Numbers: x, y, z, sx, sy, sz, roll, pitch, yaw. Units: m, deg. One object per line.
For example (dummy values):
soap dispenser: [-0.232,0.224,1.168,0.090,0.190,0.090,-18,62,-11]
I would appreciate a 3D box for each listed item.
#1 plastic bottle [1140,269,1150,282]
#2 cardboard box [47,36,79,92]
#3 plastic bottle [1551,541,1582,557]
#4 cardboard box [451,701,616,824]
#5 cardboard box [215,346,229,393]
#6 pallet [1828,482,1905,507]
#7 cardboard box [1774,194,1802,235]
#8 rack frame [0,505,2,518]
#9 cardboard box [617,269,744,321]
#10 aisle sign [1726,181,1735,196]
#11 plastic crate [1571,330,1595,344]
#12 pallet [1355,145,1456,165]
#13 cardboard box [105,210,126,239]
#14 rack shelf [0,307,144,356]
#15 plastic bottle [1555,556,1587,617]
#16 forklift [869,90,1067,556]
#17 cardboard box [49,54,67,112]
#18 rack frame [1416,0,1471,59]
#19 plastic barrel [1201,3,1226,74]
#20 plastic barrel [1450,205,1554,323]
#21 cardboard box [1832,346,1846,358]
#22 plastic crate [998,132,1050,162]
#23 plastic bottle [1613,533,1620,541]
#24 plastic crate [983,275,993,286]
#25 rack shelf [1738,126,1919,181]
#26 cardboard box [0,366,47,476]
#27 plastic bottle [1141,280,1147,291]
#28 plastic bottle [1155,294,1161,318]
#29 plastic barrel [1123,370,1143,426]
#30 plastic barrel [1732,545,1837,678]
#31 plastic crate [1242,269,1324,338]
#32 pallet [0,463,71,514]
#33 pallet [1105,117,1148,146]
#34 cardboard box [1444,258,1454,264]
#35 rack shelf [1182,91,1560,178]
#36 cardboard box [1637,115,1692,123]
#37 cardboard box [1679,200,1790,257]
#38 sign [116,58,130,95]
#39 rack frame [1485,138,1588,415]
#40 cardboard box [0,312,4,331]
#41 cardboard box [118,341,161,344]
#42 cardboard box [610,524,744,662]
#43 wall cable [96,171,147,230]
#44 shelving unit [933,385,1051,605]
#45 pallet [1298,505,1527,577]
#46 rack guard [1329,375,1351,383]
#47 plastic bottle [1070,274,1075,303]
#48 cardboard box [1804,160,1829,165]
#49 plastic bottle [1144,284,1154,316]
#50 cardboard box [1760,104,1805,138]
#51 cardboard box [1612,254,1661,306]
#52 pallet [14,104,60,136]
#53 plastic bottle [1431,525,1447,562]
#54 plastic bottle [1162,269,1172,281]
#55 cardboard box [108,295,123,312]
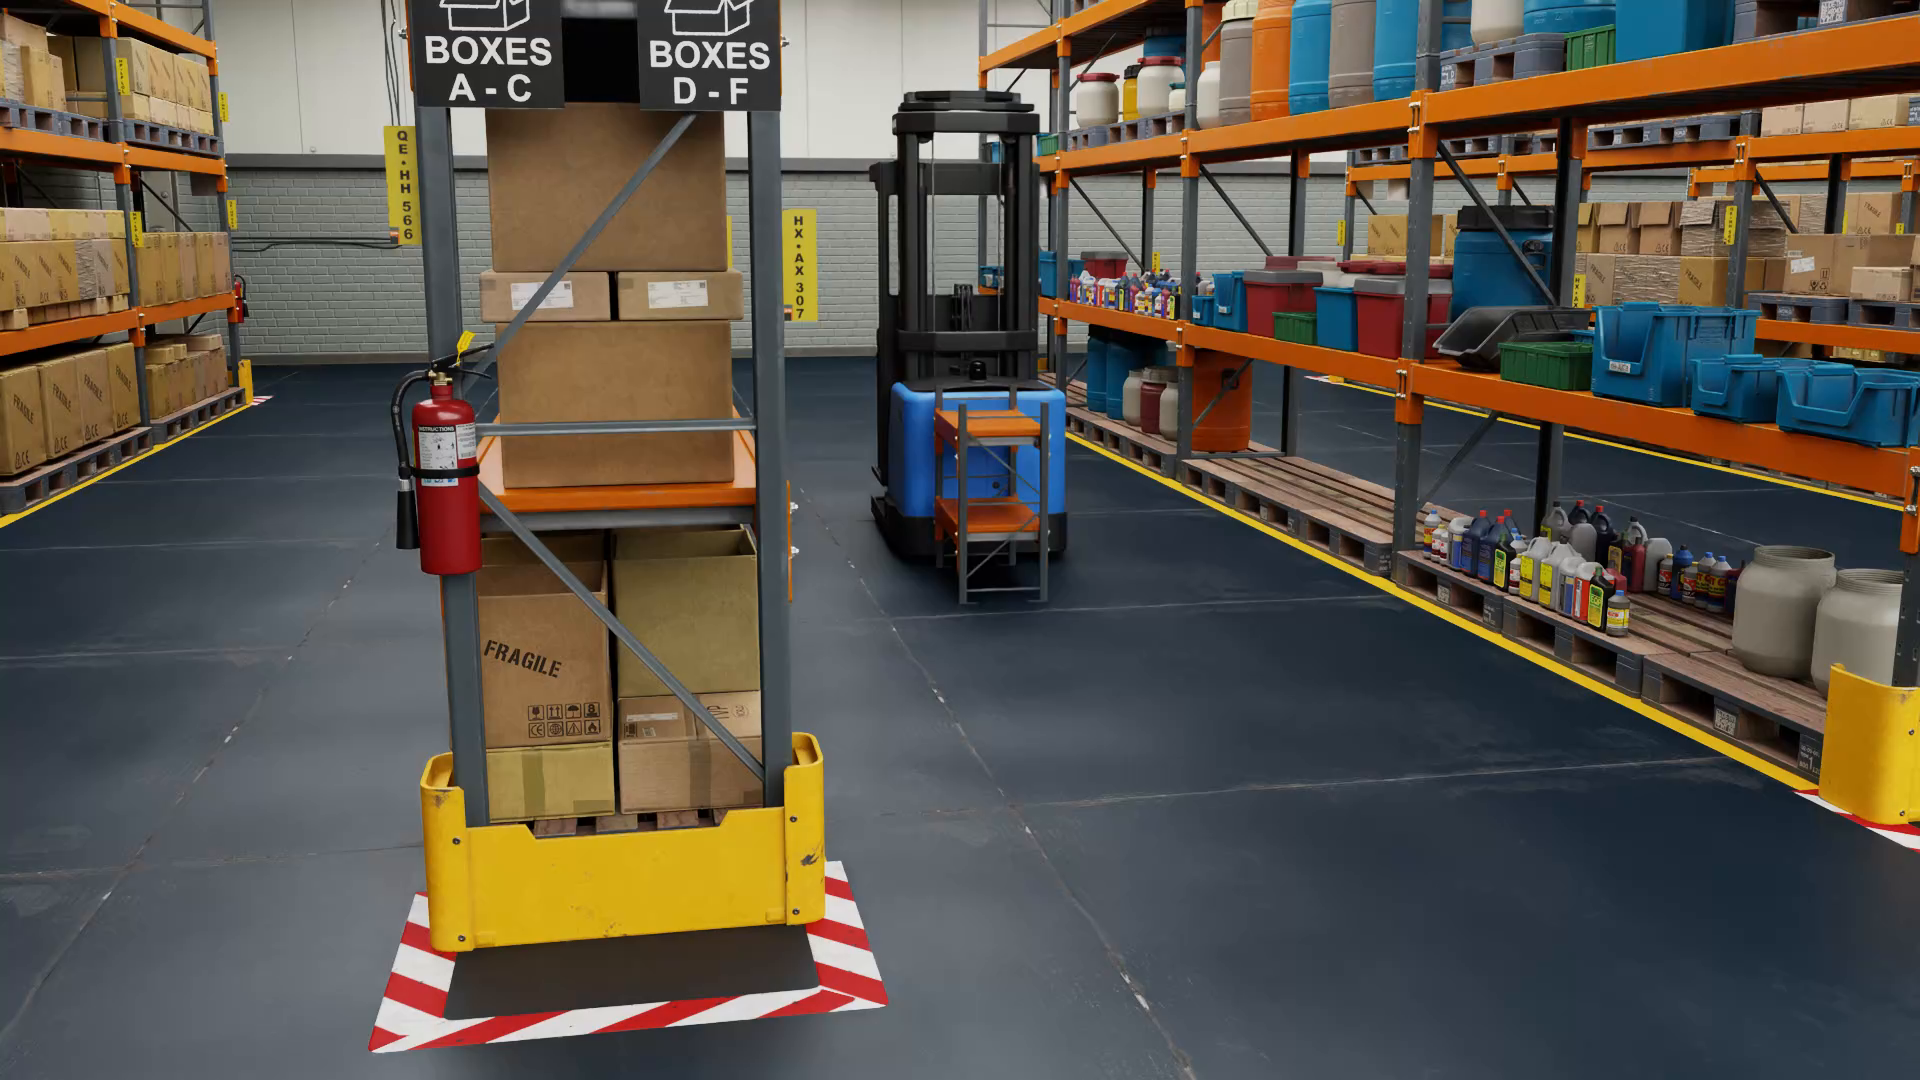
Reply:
plastic bottle: [1.868,-2.517,16.532,0.144,0.351,0.185,-2,11,-11]
cardboard box: [-8.573,-4.487,15.729,0.500,0.500,0.500,-2,11,-11]
plastic bottle: [3.076,0.151,8.487,0.152,0.276,0.135,-2,11,-11]
cardboard box: [-1.410,0.734,5.550,0.500,0.250,0.500,-2,11,-11]
cardboard box: [-8.752,-1.930,18.879,0.700,0.500,0.500,-2,11,-11]
pallet: [7.531,-0.413,12.804,1.003,0.211,1.213,-2,11,-11]
cardboard box: [10.588,-4.092,20.934,0.500,0.500,0.500,-2,11,-13]
rack frame: [-7.430,-1.610,11.631,1.000,3.000,0.127,-2,11,-11]
cardboard box: [-0.881,-0.771,5.221,0.380,0.149,0.250,-2,11,-11]
aisle sign: [10.755,-5.080,22.914,0.394,0.787,0.004,-2,11,-11]
plastic crate: [3.547,-0.970,8.669,0.499,0.251,0.616,-2,11,-11]
pallet: [5.745,-4.912,21.194,1.003,0.211,1.213,-2,11,-11]
cardboard box: [-7.866,-2.840,14.975,0.500,0.250,0.500,-2,11,-10]
rack shelf: [-7.819,-1.623,13.625,1.077,0.370,4.000,-2,11,-11]
plastic bottle: [3.008,0.226,8.096,0.152,0.276,0.135,-2,11,-13]
forklift: [-0.044,-1.565,11.578,1.130,2.935,3.031,-2,11,-8]
cardboard box: [-8.145,-3.917,14.285,0.700,0.500,0.500,-3,11,-14]
rack frame: [3.066,-4.183,9.108,1.000,3.000,0.127,-2,11,-11]
plastic barrel: [2.180,-3.965,13.711,0.600,0.830,0.708,-2,11,-11]
plastic barrel: [3.288,-1.564,10.053,0.600,0.901,0.708,-2,11,-11]
cardboard box: [10.785,-2.290,20.117,0.380,0.149,0.250,-2,11,-12]
plastic crate: [0.759,-4.590,19.433,0.504,0.338,0.767,-2,11,-11]
plastic bottle: [3.584,0.053,8.983,0.061,0.283,0.133,-1,11,-7]
plastic crate: [0.438,-3.218,20.626,0.250,0.136,0.298,-2,11,-11]
rack shelf: [7.535,-2.903,12.330,1.077,0.370,4.000,-2,11,-11]
cardboard box: [-7.444,-0.900,12.526,0.750,0.750,0.750,-2,11,-12]
plastic bottle: [1.674,-2.220,15.150,0.061,0.283,0.133,-2,11,-11]
plastic bottle: [1.722,-2.013,14.281,0.097,0.201,0.097,0,11,0]
plastic barrel: [1.759,-1.351,15.801,0.421,0.512,0.421,0,11,0]
plastic barrel: [3.543,0.303,7.111,0.421,0.512,0.421,0,11,0]
plastic crate: [2.302,-1.694,11.902,0.402,0.464,0.583,-2,11,-11]
pallet: [-7.509,-0.387,12.666,1.003,0.211,1.213,-2,11,-11]
pallet: [1.982,-3.736,15.286,1.003,0.211,1.213,-2,11,-11]
cardboard box: [5.922,-3.122,19.184,0.500,0.250,0.500,-2,11,-9]
rack shelf: [2.677,-2.723,11.383,1.077,0.370,4.000,-2,11,-11]
cardboard box: [6.703,-4.143,15.530,0.500,0.500,0.500,-2,11,-8]
cardboard box: [7.020,-2.827,15.075,0.797,0.503,0.637,-2,11,-9]
sign: [-7.678,-4.247,15.240,0.100,0.325,0.005,-2,11,-11]
rack frame: [6.368,-2.884,18.325,1.000,3.000,0.127,-2,11,-11]
cardboard box: [-7.307,-1.611,12.259,0.380,0.149,0.250,-2,11,-10]
cardboard box: [-8.724,-2.032,17.679,0.380,0.149,0.250,-2,11,-10]
cardboard box: [-1.111,0.164,6.540,0.500,0.500,0.500,-2,11,-11]
wall cable: [-10.163,-3.776,20.298,0.084,1.984,1.851,-2,11,-11]
shelving unit: [0.170,-0.293,9.726,0.538,1.125,1.048,-2,11,-8]
pallet: [2.875,-0.009,10.679,1.003,0.211,1.213,-2,11,-11]
rack guard: [5.586,-2.394,22.436,1.175,0.500,0.348,-2,11,-11]
plastic bottle: [1.163,-2.563,16.954,0.061,0.283,0.133,-2,11,-11]
cardboard box: [10.708,-4.711,20.302,0.500,0.250,0.500,-2,11,-12]
plastic bottle: [1.666,-2.101,14.556,0.097,0.271,0.097,0,11,0]
cardboard box: [6.988,-3.454,13.702,0.500,0.250,0.500,-2,11,-10]
cardboard box: [6.612,-2.467,15.870,0.500,0.500,0.500,-2,11,-13]
pallet: [-7.828,-3.312,13.055,1.003,0.211,1.213,-2,11,-8]
plastic bottle: [2.718,0.015,9.401,0.097,0.201,0.097,0,11,0]
plastic bottle: [2.046,-2.489,16.382,0.144,0.351,0.185,-2,11,-11]
cardboard box: [-7.792,-2.133,14.997,0.380,0.149,0.250,-2,11,-10]
